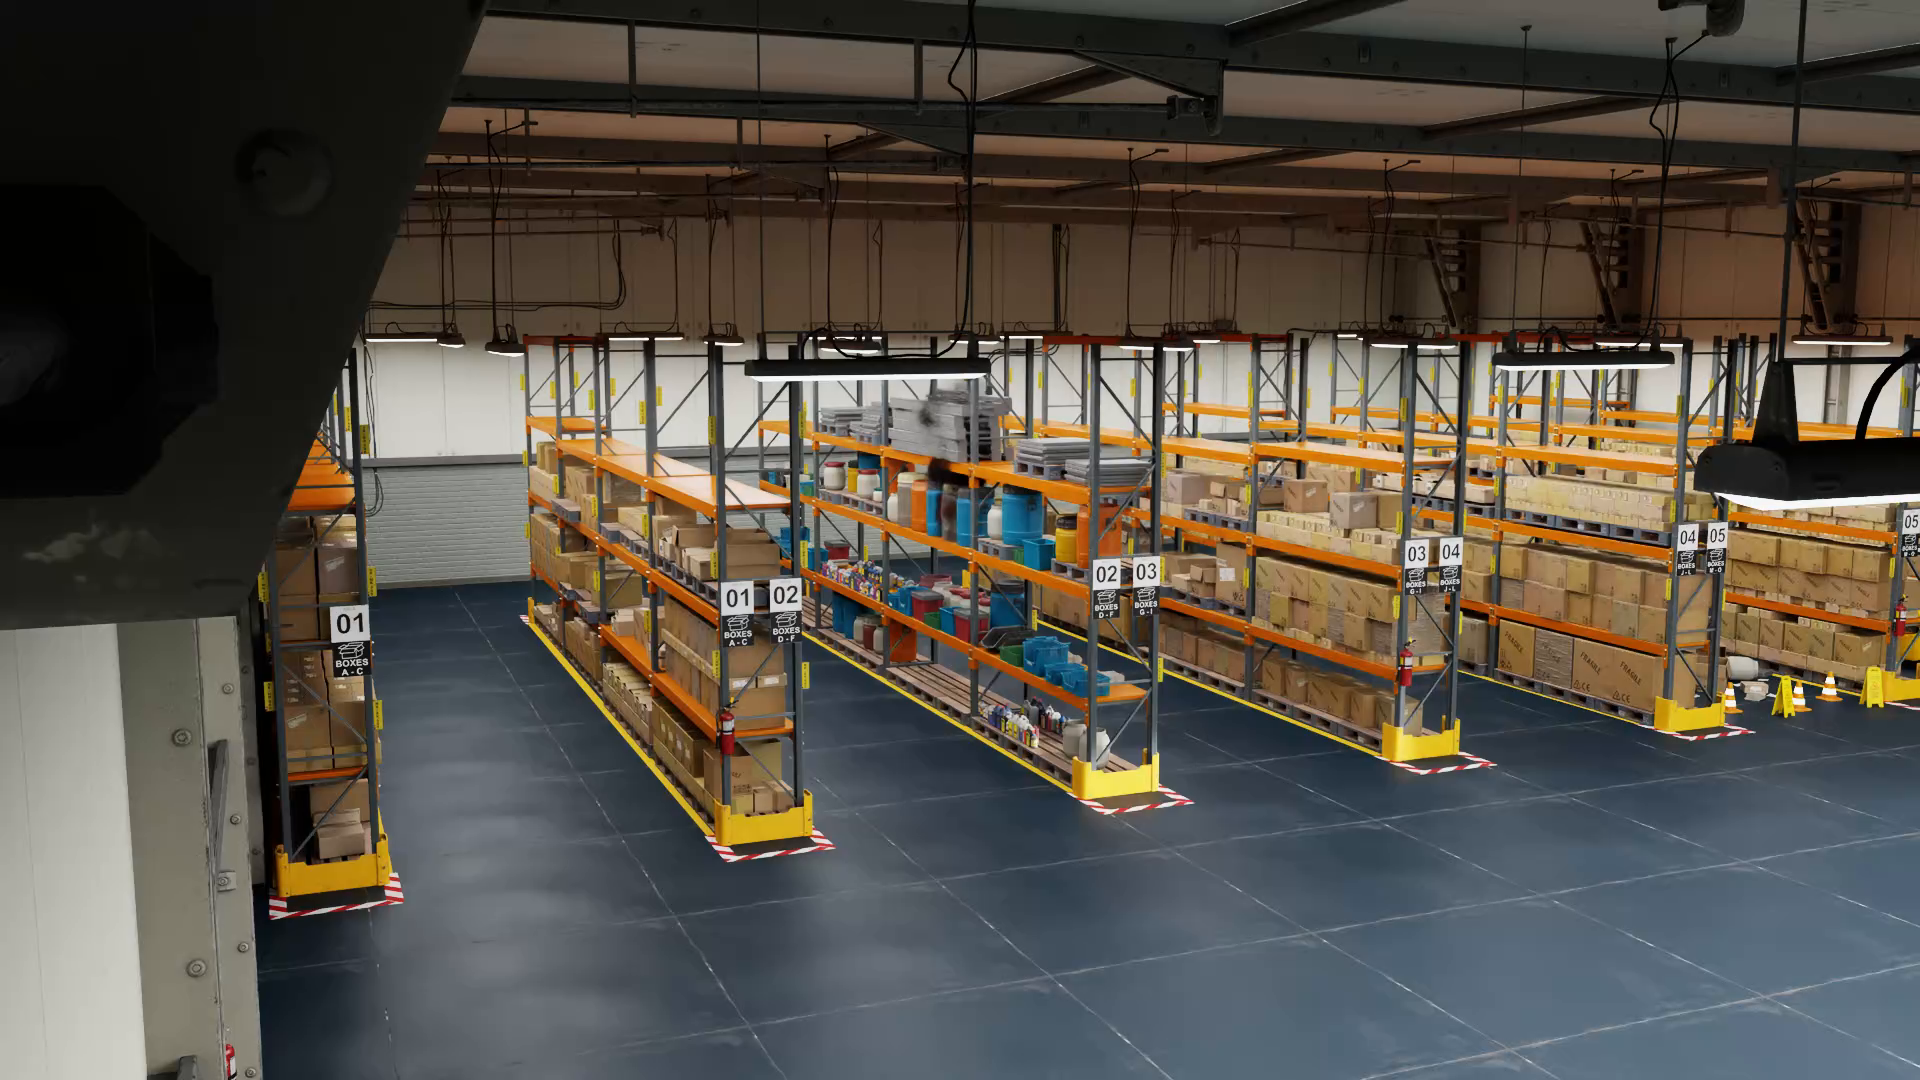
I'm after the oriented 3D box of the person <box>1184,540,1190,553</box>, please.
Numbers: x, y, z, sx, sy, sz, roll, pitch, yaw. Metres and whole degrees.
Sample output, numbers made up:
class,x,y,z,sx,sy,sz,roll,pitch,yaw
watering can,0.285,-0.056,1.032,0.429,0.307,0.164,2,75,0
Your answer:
class,x,y,z,sx,sy,sz,roll,pitch,yaw
person,5.681,-0.088,41.846,0.886,1.762,0.752,5,9,31

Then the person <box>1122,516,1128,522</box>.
class,x,y,z,sx,sy,sz,roll,pitch,yaw
person,3.830,0.260,39.491,0.686,1.654,0.543,1,8,5
